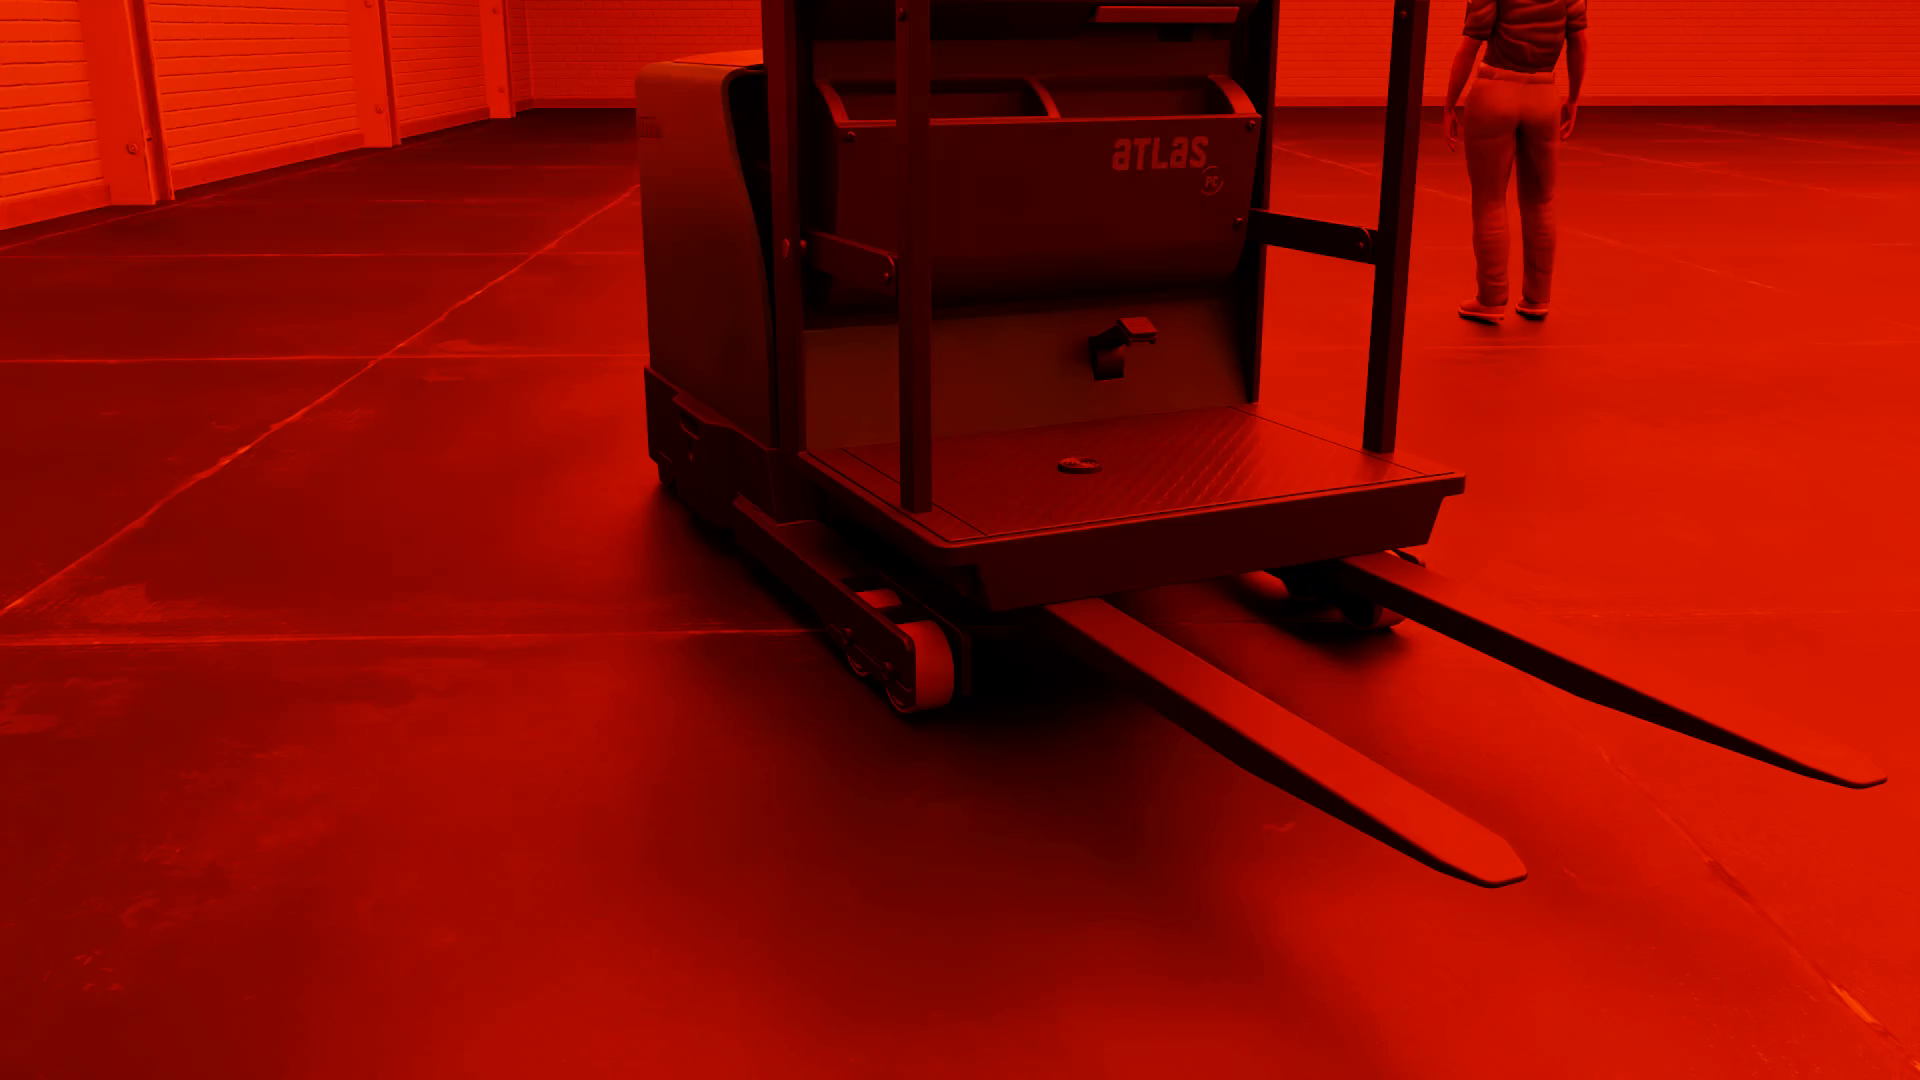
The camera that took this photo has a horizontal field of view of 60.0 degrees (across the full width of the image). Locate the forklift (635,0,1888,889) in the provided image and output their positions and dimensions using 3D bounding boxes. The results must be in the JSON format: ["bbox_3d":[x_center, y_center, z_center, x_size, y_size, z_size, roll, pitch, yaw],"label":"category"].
[{"bbox_3d":[0.258,-1.240,2.962,1.130,2.935,3.031,-8,19,-24],"label":"forklift"}]

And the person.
[{"bbox_3d":[2.206,-1.715,6.670,0.569,1.654,0.504,0,17,-1],"label":"person"}]
